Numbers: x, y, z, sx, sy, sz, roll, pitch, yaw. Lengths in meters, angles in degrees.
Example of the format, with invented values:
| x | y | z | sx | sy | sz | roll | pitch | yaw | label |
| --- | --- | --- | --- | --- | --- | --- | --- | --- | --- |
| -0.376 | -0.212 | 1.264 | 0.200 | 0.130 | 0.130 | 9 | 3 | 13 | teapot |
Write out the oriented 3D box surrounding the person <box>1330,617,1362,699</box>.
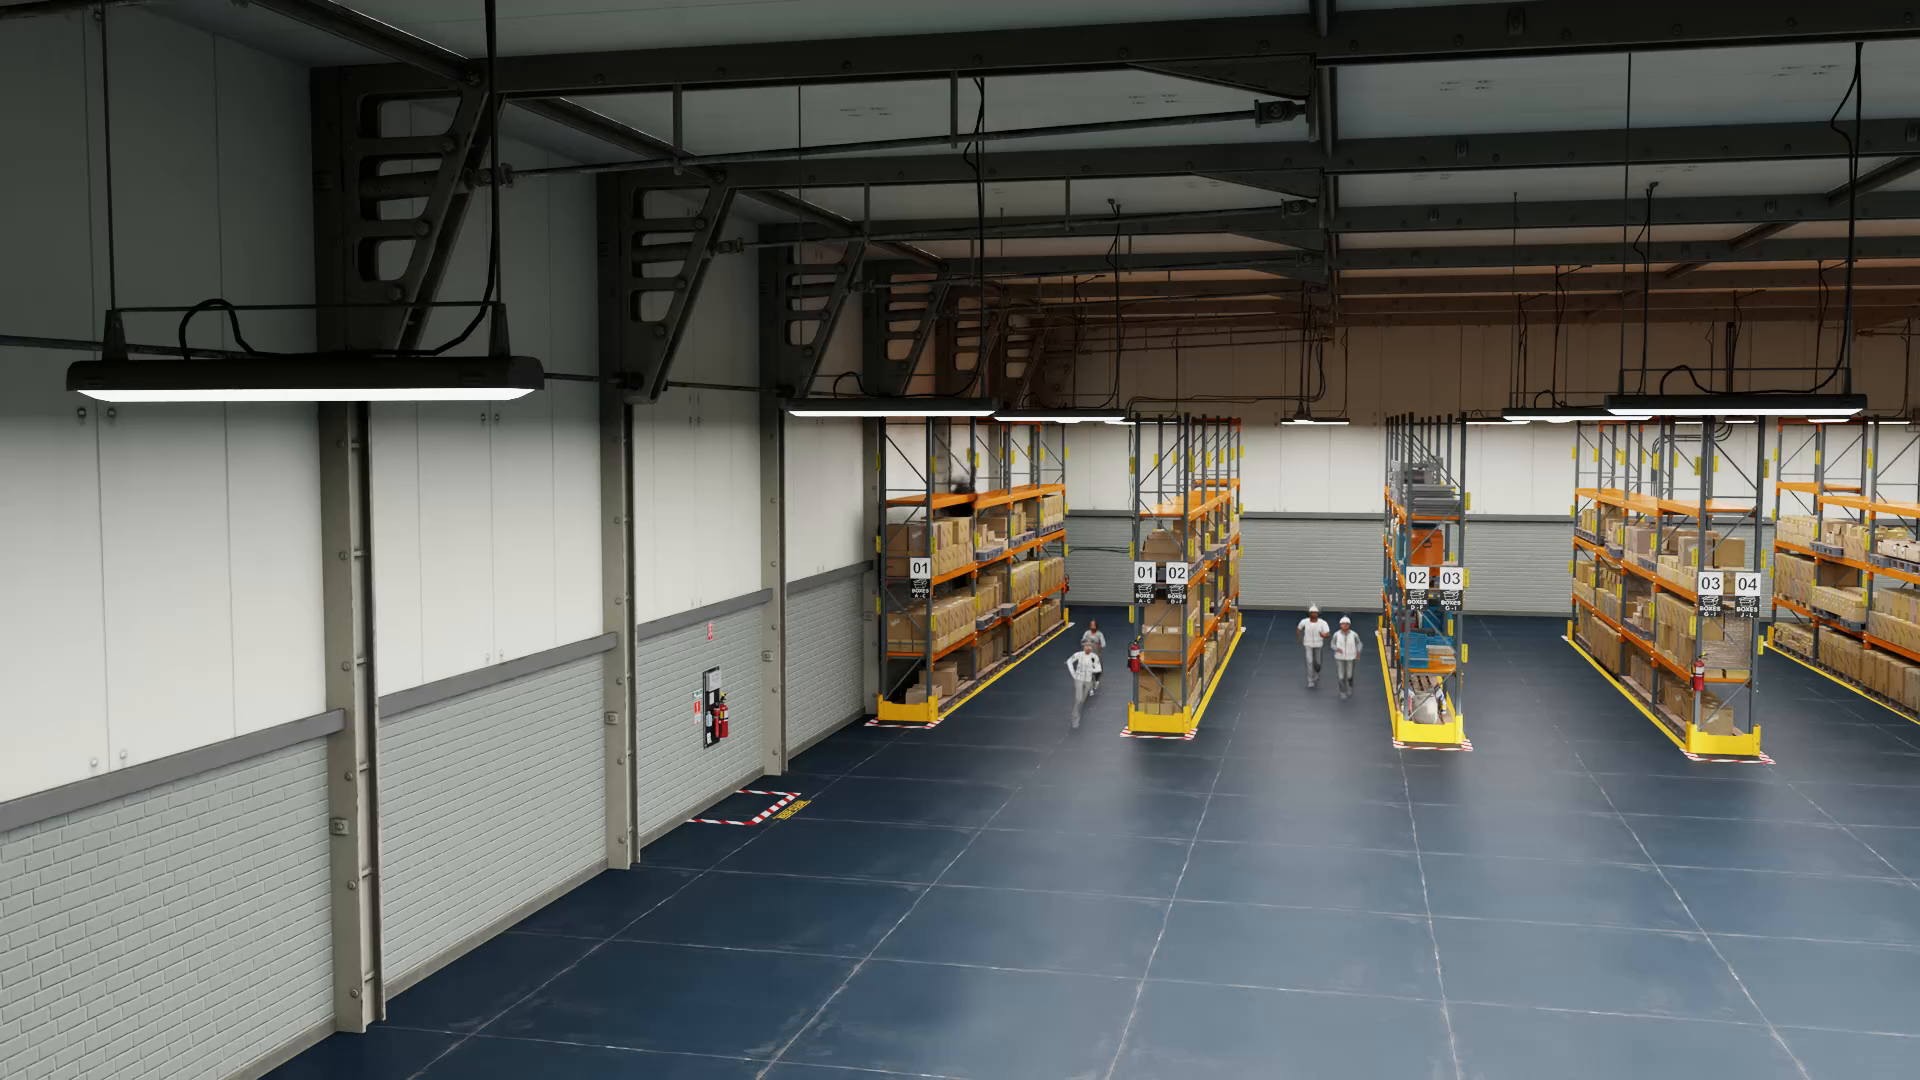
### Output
| x | y | z | sx | sy | sz | roll | pitch | yaw | label |
| --- | --- | --- | --- | --- | --- | --- | --- | --- | --- |
| 8.090 | 2.491 | 34.881 | 0.645 | 1.732 | 0.592 | 1 | 4 | 15 | person |

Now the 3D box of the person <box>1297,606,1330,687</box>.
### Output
| x | y | z | sx | sy | sz | roll | pitch | yaw | label |
| --- | --- | --- | --- | --- | --- | --- | --- | --- | --- |
| 7.823 | 2.341 | 36.817 | 0.710 | 1.747 | 0.968 | 1 | 4 | 9 | person |

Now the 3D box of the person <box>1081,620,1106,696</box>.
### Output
| x | y | z | sx | sy | sz | roll | pitch | yaw | label |
| --- | --- | --- | --- | --- | --- | --- | --- | --- | --- |
| 2.853 | 2.505 | 35.641 | 0.543 | 1.576 | 0.877 | 0 | 4 | 5 | person |

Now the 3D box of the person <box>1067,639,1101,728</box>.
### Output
| x | y | z | sx | sy | sz | roll | pitch | yaw | label |
| --- | --- | --- | --- | --- | --- | --- | --- | --- | --- |
| 2.382 | 2.752 | 31.947 | 0.602 | 1.756 | 0.678 | -1 | 4 | -13 | person |
